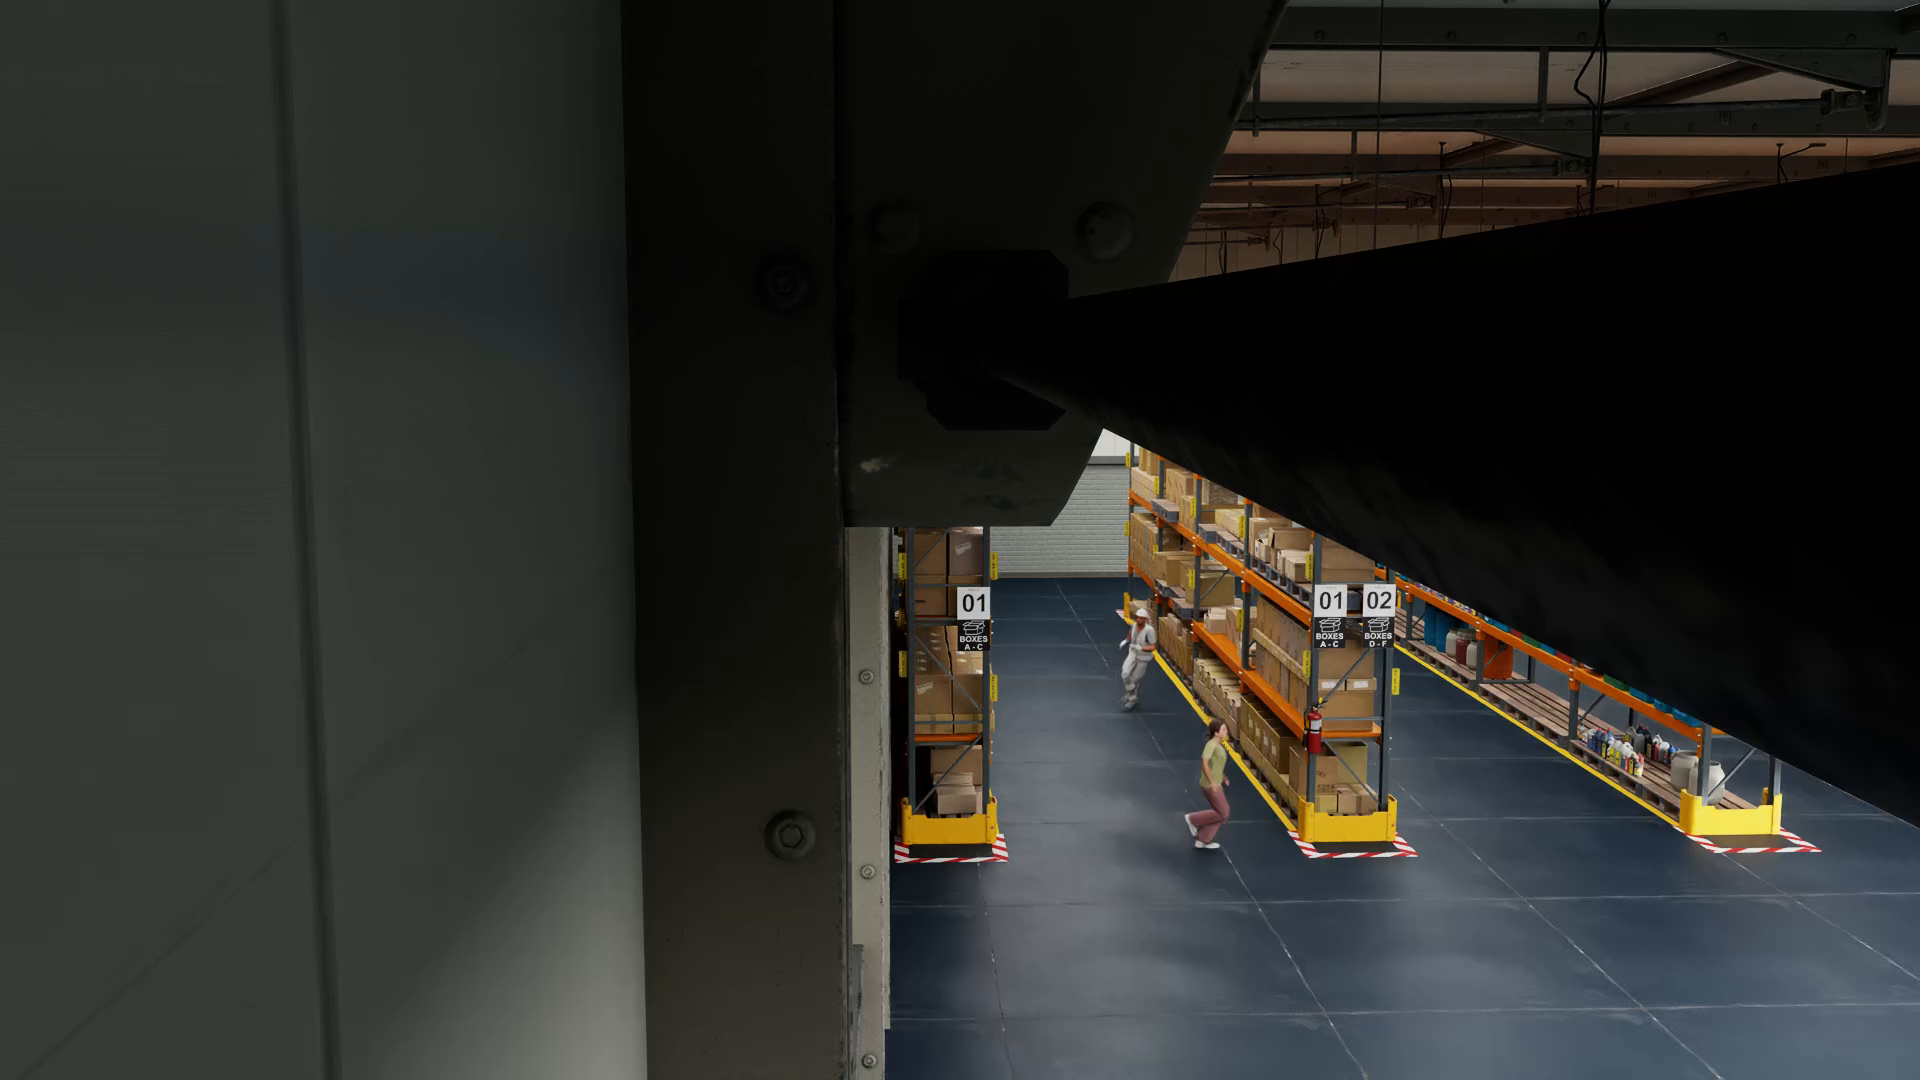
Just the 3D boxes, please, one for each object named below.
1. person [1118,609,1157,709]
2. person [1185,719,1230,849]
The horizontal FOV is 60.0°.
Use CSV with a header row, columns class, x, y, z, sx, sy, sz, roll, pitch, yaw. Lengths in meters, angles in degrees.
class,x,y,z,sx,sy,sz,roll,pitch,yaw
person,2.921,1.942,27.574,0.826,1.677,0.724,4,8,30
person,3.022,2.964,20.207,0.554,1.596,0.589,3,8,20
